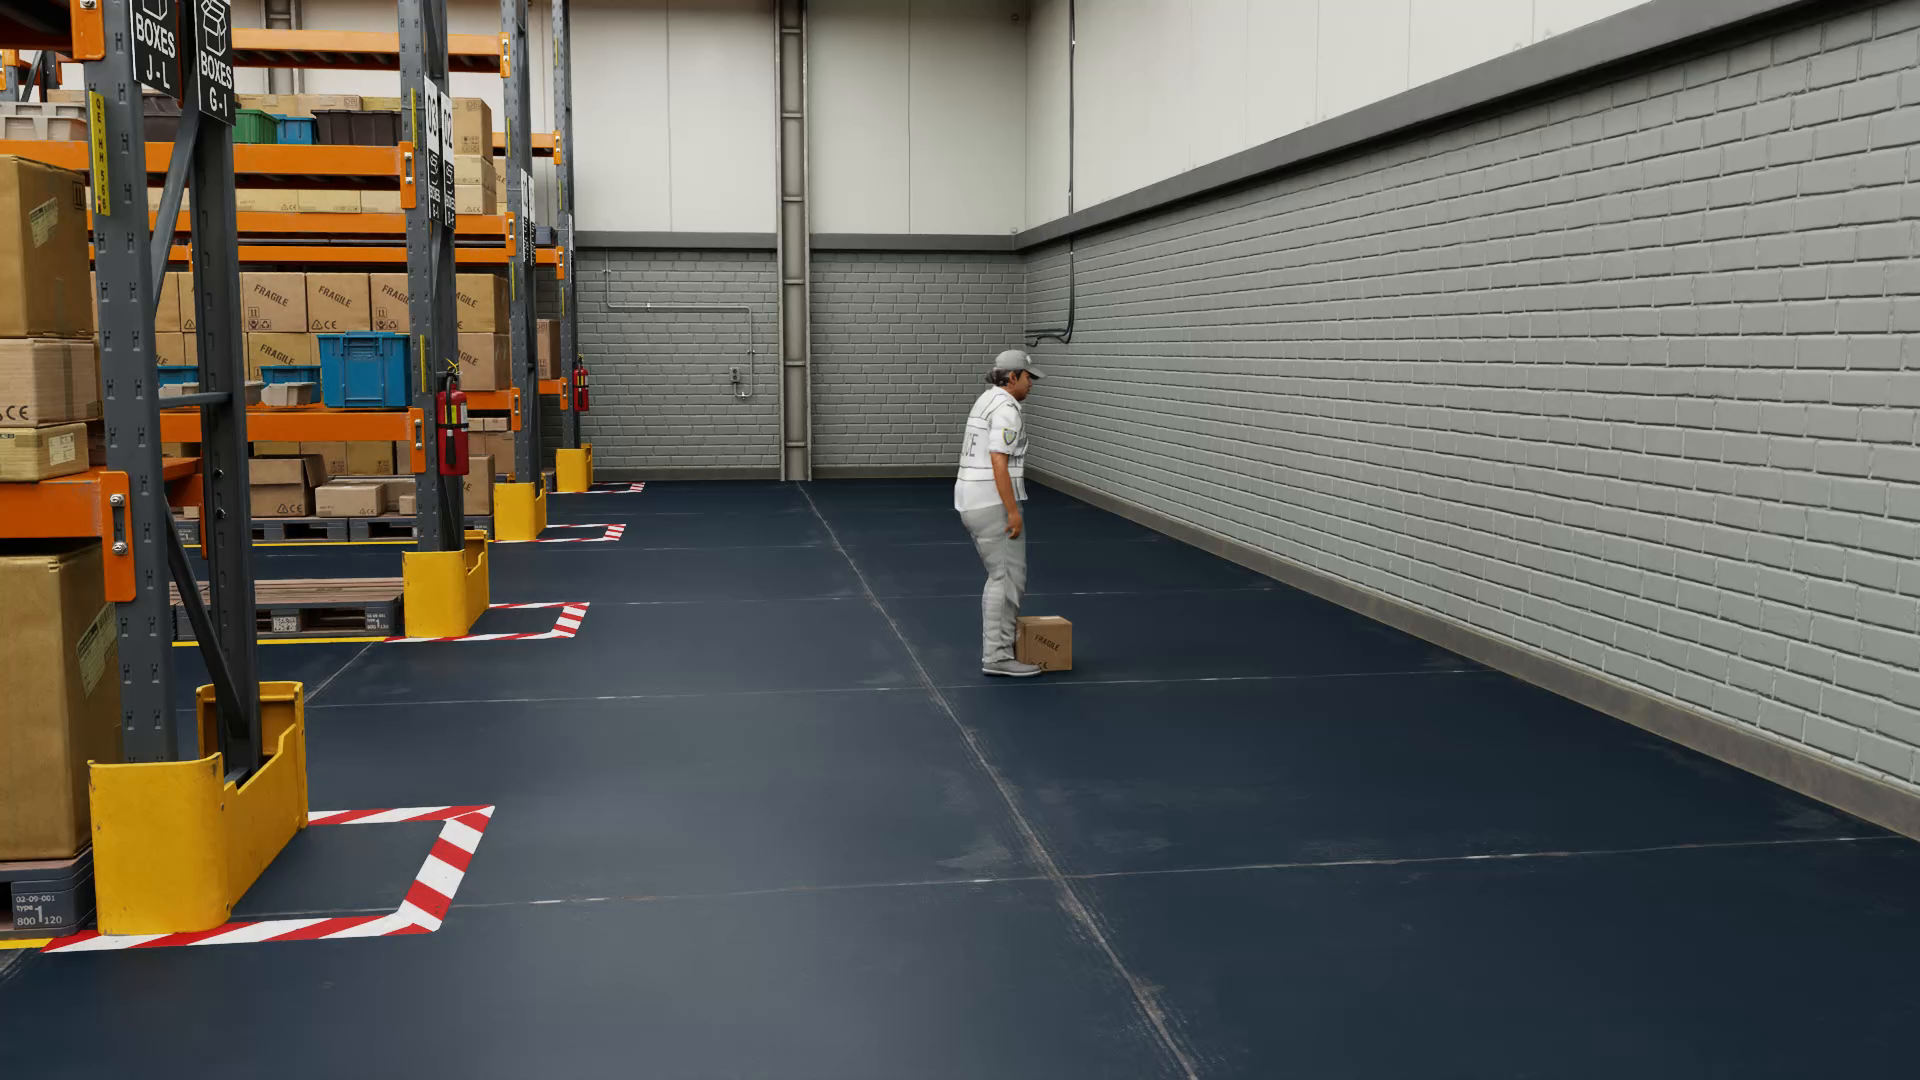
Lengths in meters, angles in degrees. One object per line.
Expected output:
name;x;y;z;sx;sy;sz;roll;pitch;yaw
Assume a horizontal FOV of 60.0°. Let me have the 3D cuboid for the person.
person;0.223;-0.153;8.637;0.473;1.666;0.548;-1;7;-10
